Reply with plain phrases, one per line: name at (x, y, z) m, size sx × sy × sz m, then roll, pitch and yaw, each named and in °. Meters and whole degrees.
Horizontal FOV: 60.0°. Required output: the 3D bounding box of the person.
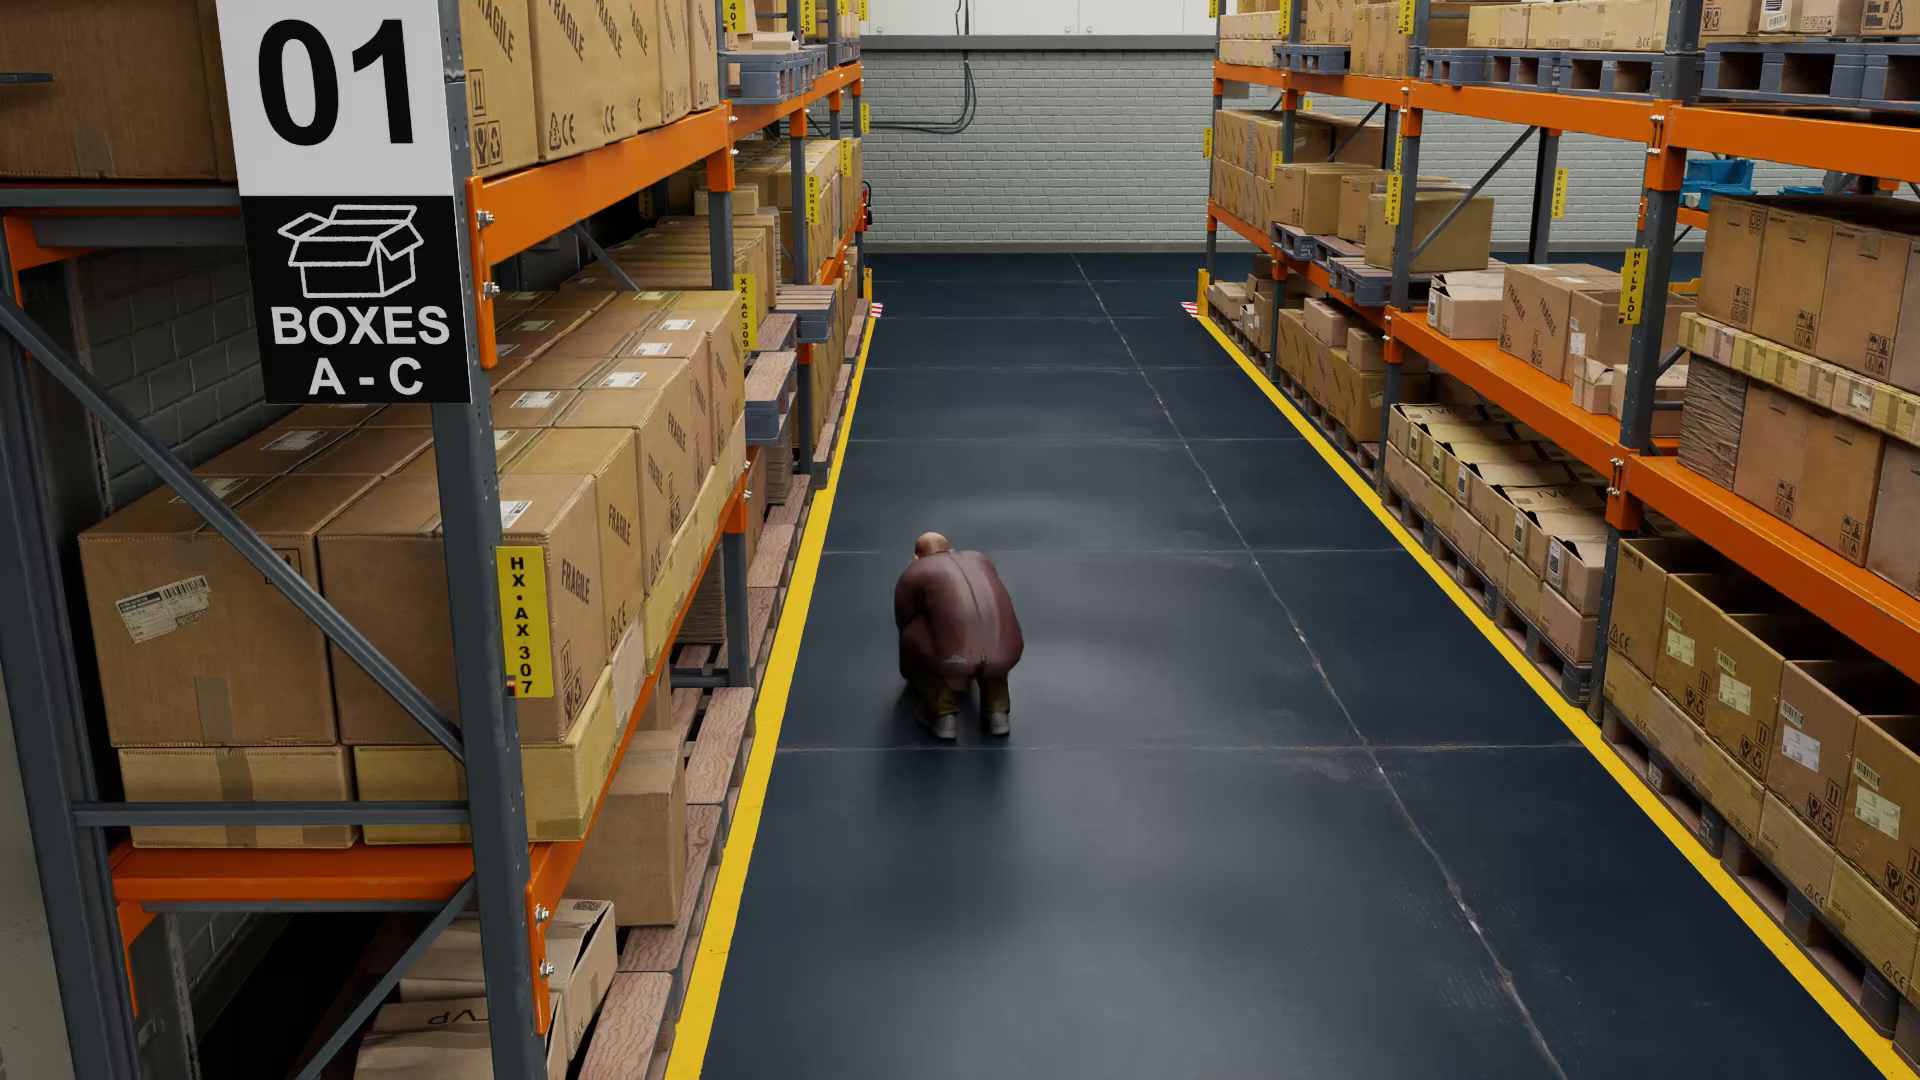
person at (-0.018, 0.399, 7.833) m, size 0.593 × 0.897 × 1.000 m, roll -4°, pitch 17°, yaw -14°
